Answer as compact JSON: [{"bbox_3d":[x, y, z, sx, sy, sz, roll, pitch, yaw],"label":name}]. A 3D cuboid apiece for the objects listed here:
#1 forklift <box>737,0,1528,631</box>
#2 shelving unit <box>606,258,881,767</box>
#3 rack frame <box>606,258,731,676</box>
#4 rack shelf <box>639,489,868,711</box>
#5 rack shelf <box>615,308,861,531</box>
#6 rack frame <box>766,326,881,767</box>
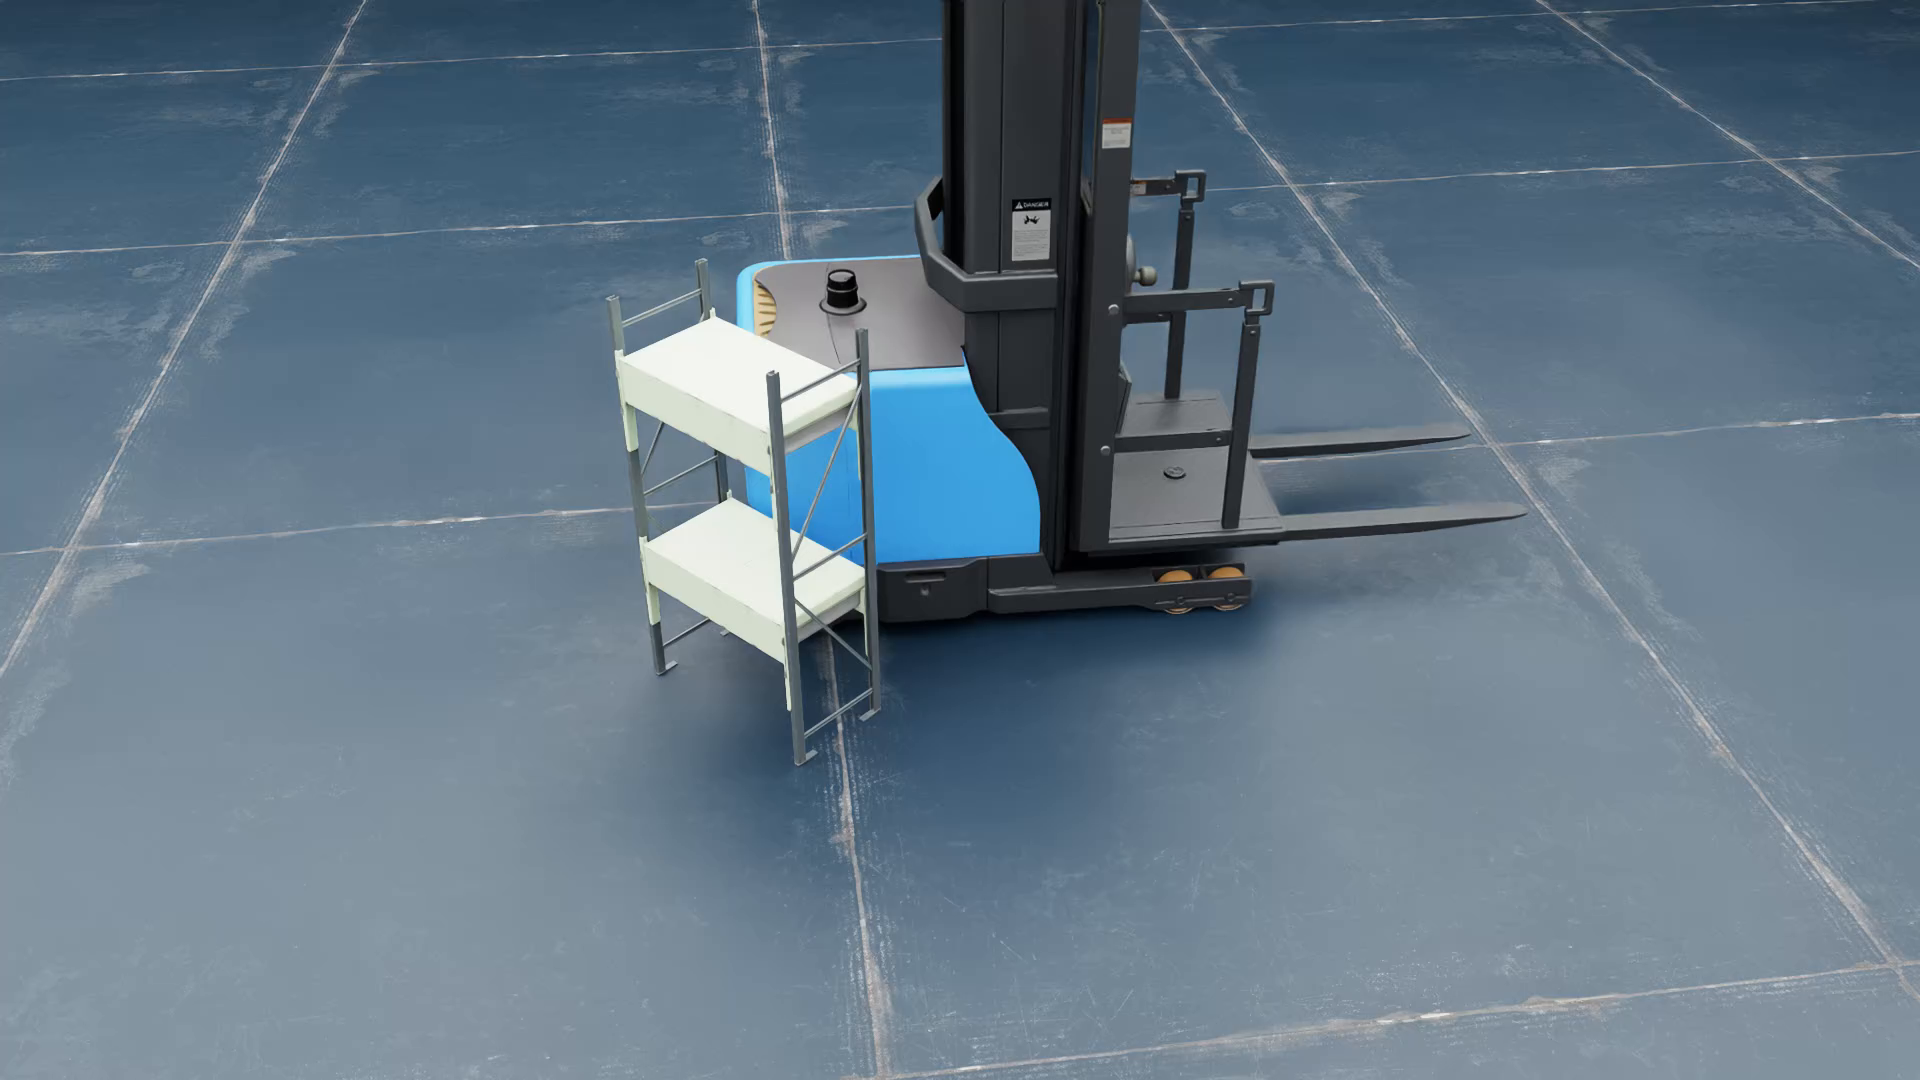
[{"bbox_3d":[0.684,-1.222,5.940,3.031,2.935,1.130,-4,34,-5],"label":"forklift"},{"bbox_3d":[-0.693,-0.077,5.531,0.755,1.500,0.431,27,42,33],"label":"shelving unit"},{"bbox_3d":[-0.966,-0.214,5.732,0.023,1.500,0.400,27,42,33],"label":"rack frame"},{"bbox_3d":[-0.693,0.192,5.715,0.720,0.370,0.431,27,42,33],"label":"rack shelf"},{"bbox_3d":[-0.693,-0.400,5.311,0.720,0.370,0.431,27,42,33],"label":"rack shelf"},{"bbox_3d":[-0.419,0.060,5.330,0.023,1.500,0.400,27,42,33],"label":"rack frame"}]
